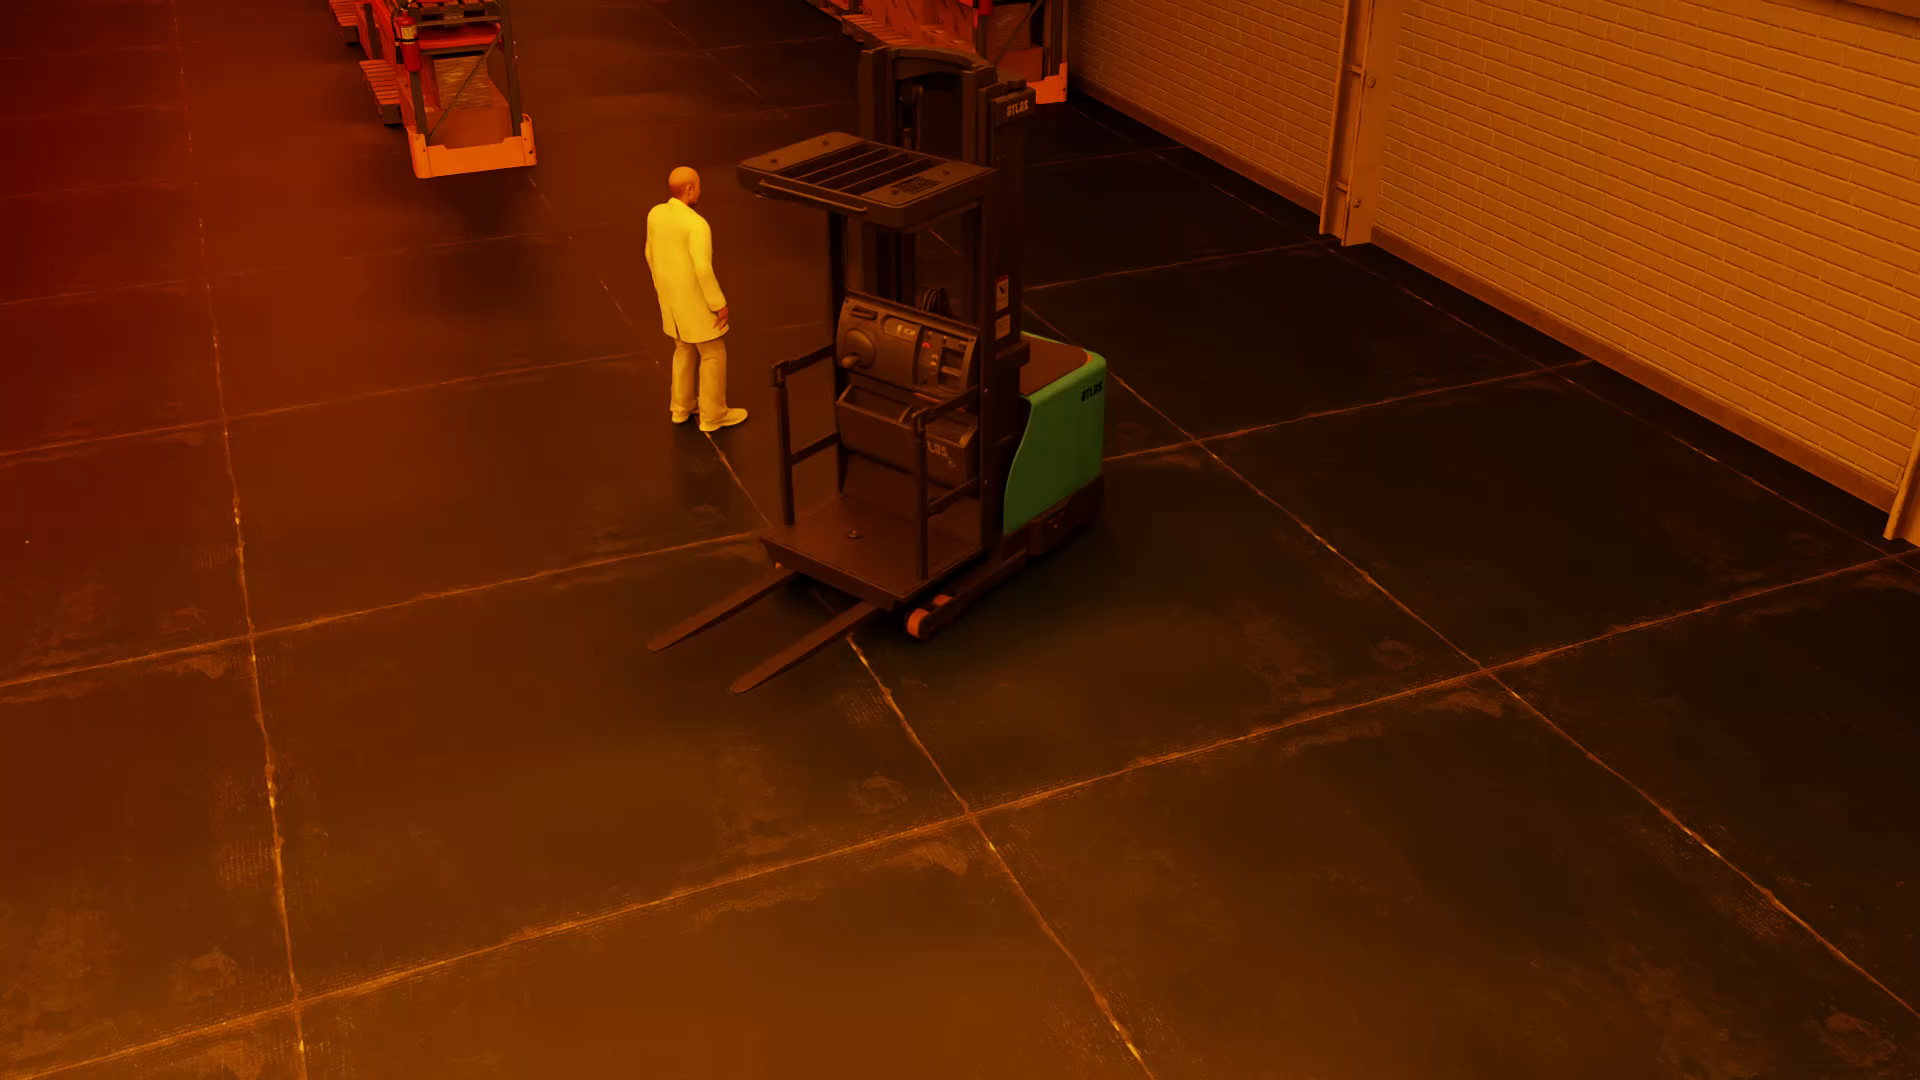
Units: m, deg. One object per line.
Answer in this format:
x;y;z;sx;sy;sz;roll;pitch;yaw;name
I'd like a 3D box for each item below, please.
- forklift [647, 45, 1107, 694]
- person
-0.426;-1.006;8.879;1.130;2.935;3.031;22;36;33;forklift
-1.787;-1.611;11.105;0.678;1.772;0.447;23;37;35;person
